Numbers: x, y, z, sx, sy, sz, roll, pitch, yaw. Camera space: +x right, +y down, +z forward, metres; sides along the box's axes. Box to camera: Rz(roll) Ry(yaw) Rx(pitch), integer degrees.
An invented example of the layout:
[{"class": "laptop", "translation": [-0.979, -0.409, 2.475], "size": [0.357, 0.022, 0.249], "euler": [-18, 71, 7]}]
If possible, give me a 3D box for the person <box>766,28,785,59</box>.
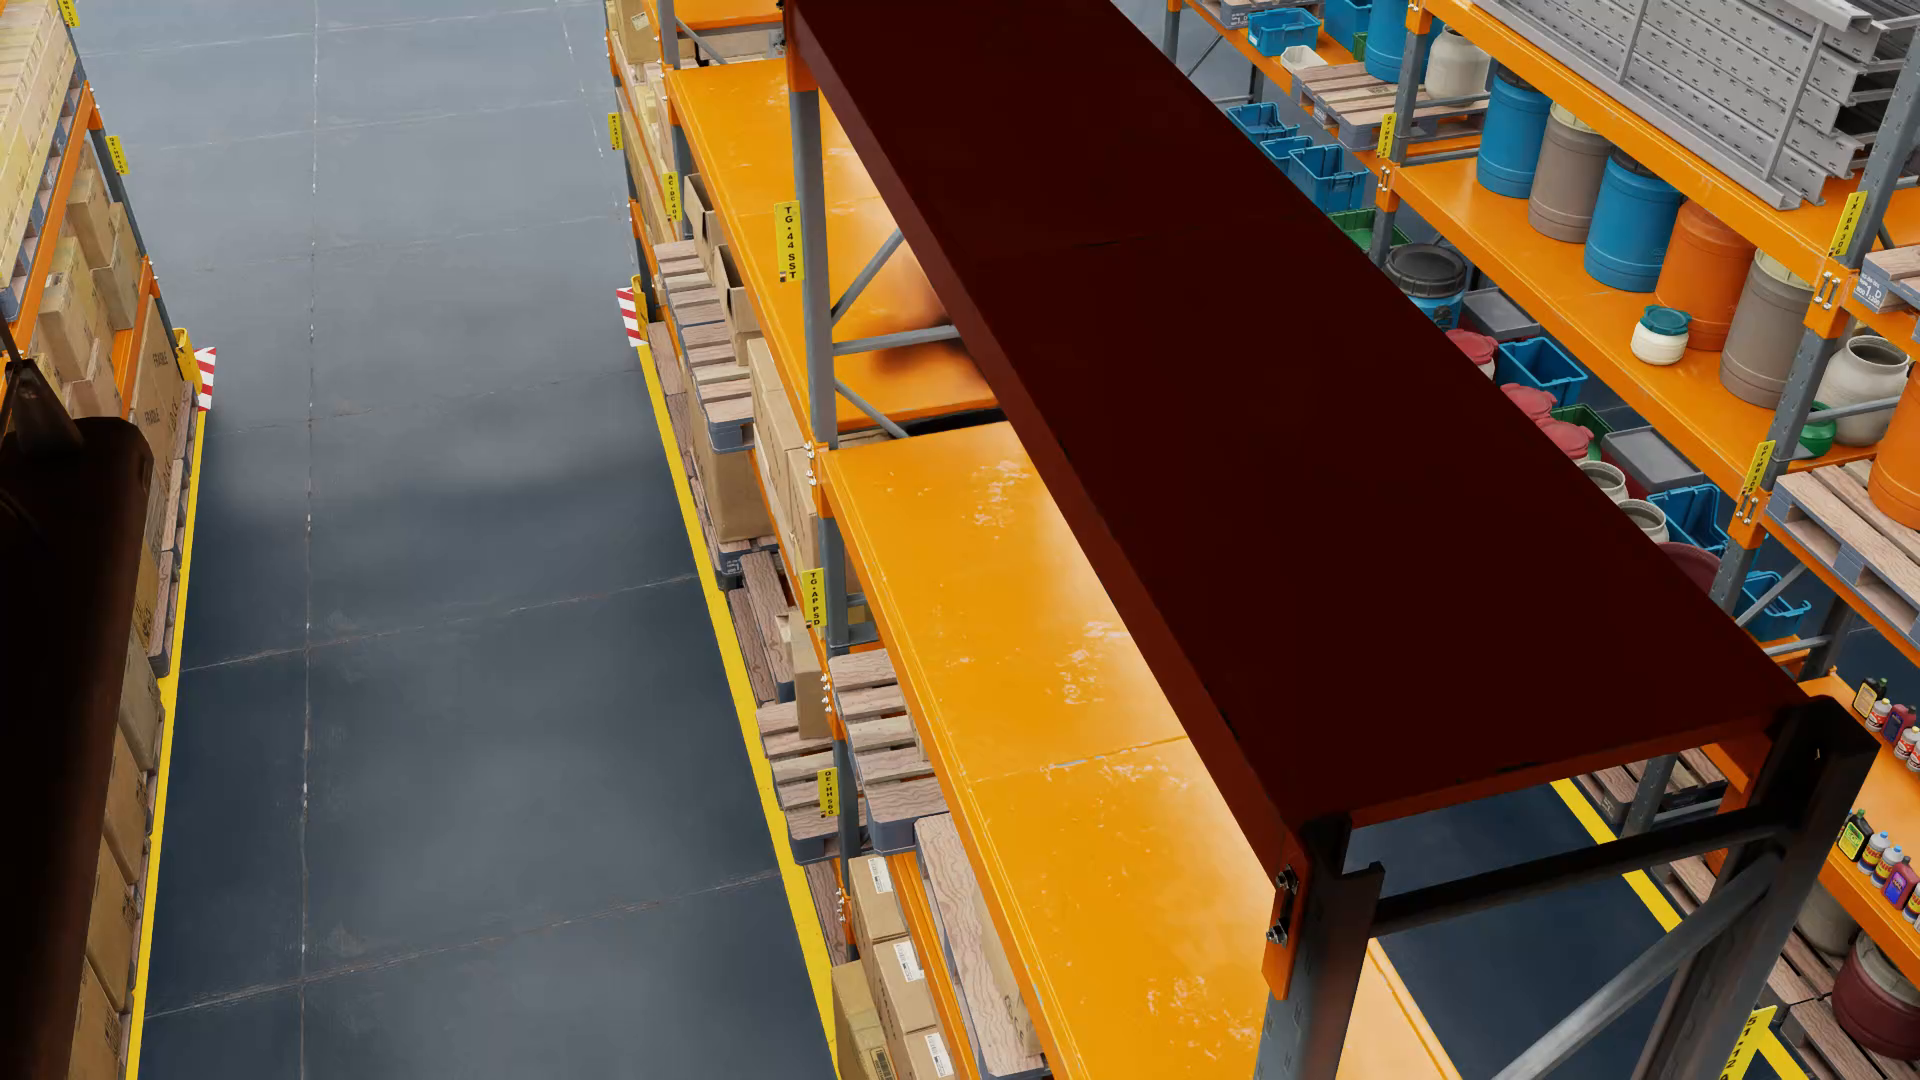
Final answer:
[{"class": "person", "translation": [-2.131, -6.042, 19.136], "size": [0.803, 1.632, 0.620], "euler": [3, 38, 4]}]
